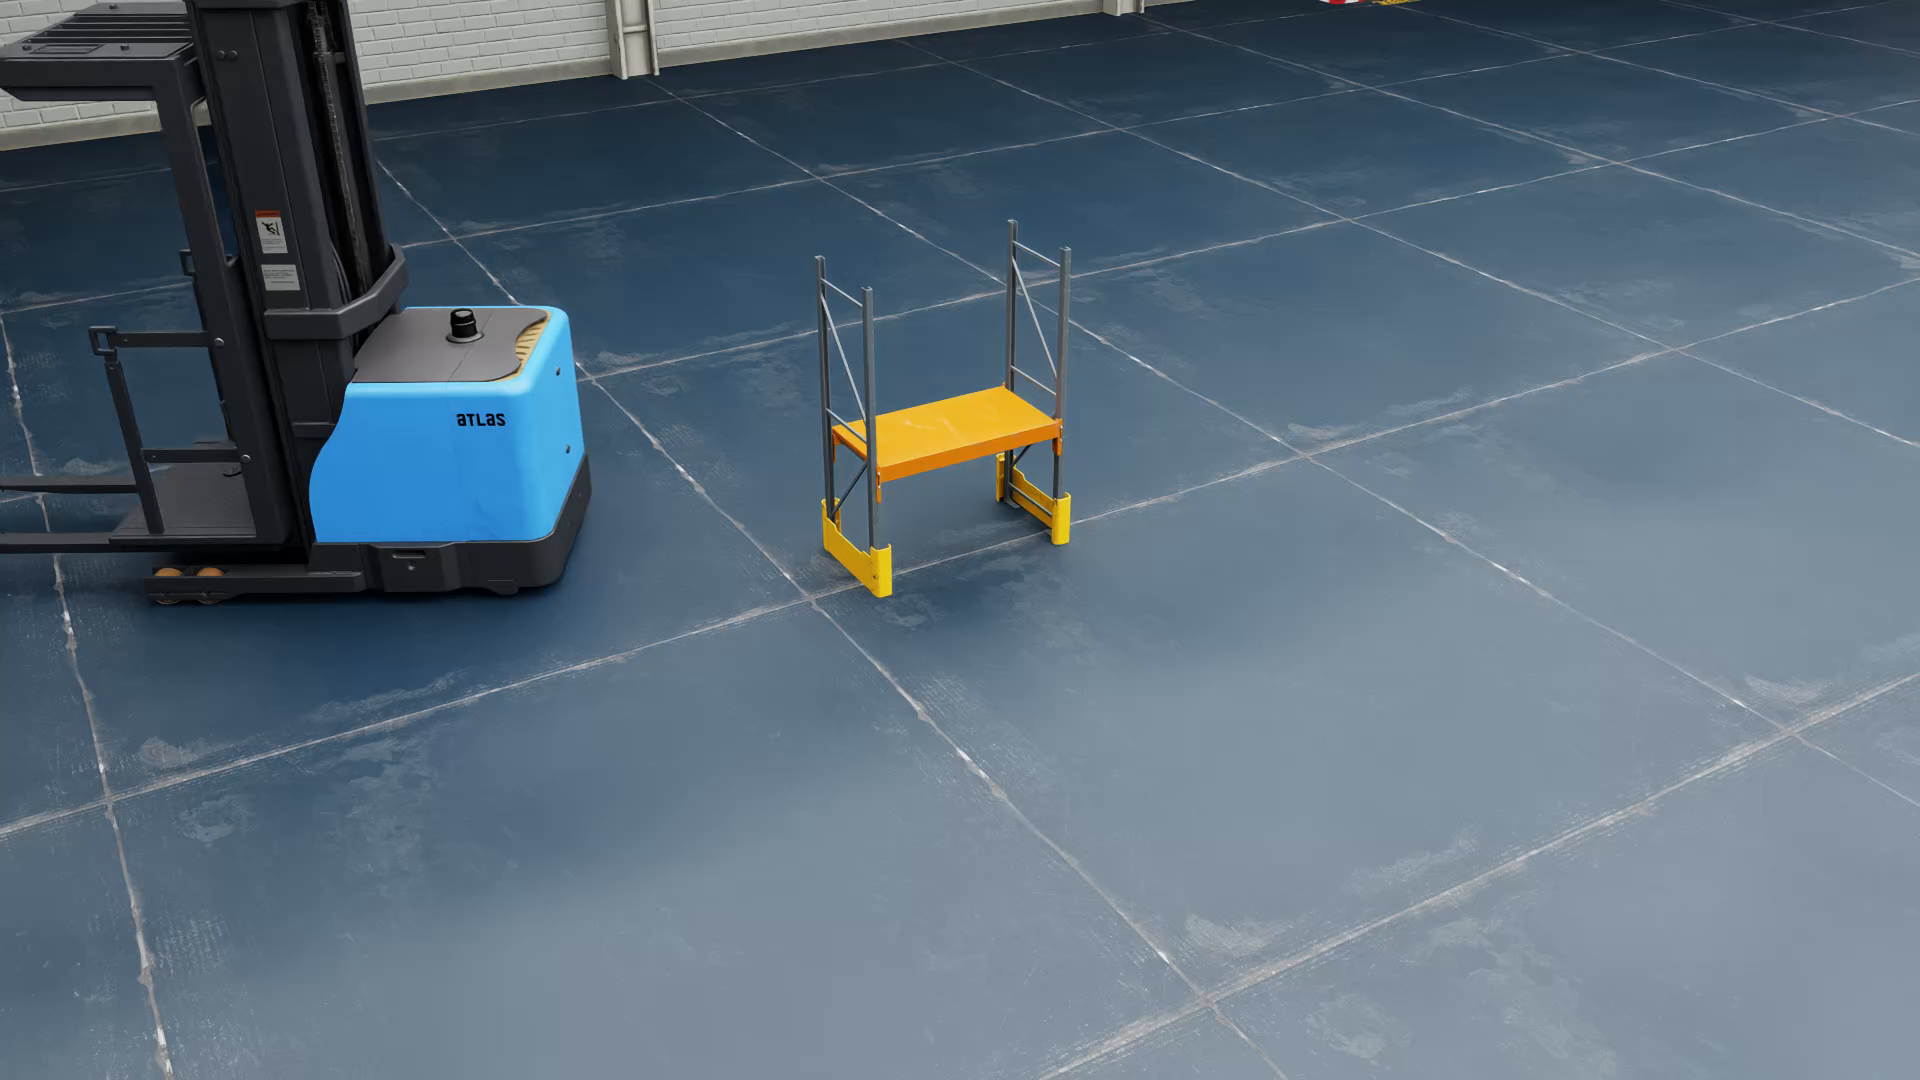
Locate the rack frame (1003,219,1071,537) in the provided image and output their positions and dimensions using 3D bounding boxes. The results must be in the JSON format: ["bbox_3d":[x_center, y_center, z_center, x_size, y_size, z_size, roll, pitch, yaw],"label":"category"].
[{"bbox_3d":[0.365,-0.760,8.075,0.032,1.500,0.500,-16,33,-26],"label":"rack frame"}]

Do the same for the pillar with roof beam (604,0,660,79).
[{"bbox_3d":[-1.090,-6.847,11.344,0.400,9.000,9.100,-16,33,-26],"label":"pillar with roof beam"}]

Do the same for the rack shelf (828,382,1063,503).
[{"bbox_3d":[-0.074,-0.478,7.937,1.000,0.185,0.538,-16,33,-26],"label":"rack shelf"}]

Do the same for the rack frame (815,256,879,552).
[{"bbox_3d":[-0.512,-0.511,7.624,0.032,1.500,0.500,-16,33,-26],"label":"rack frame"}]

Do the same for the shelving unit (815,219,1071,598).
[{"bbox_3d":[-0.066,-0.638,7.854,1.083,1.500,0.587,-16,33,-26],"label":"shelving unit"}]

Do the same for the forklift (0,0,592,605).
[{"bbox_3d":[-3.396,-1.243,7.468,3.031,2.935,1.130,-1,29,-1],"label":"forklift"}]

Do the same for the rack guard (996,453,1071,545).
[{"bbox_3d":[0.364,-0.213,8.377,0.087,0.250,0.587,-16,33,-26],"label":"rack guard"}]

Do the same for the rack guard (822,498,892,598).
[{"bbox_3d":[-0.495,0.031,7.935,0.087,0.250,0.587,-16,33,-26],"label":"rack guard"}]

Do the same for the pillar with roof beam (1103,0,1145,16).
[{"bbox_3d":[4.083,-8.316,14.006,0.400,9.000,9.100,-16,33,-26],"label":"pillar with roof beam"}]
